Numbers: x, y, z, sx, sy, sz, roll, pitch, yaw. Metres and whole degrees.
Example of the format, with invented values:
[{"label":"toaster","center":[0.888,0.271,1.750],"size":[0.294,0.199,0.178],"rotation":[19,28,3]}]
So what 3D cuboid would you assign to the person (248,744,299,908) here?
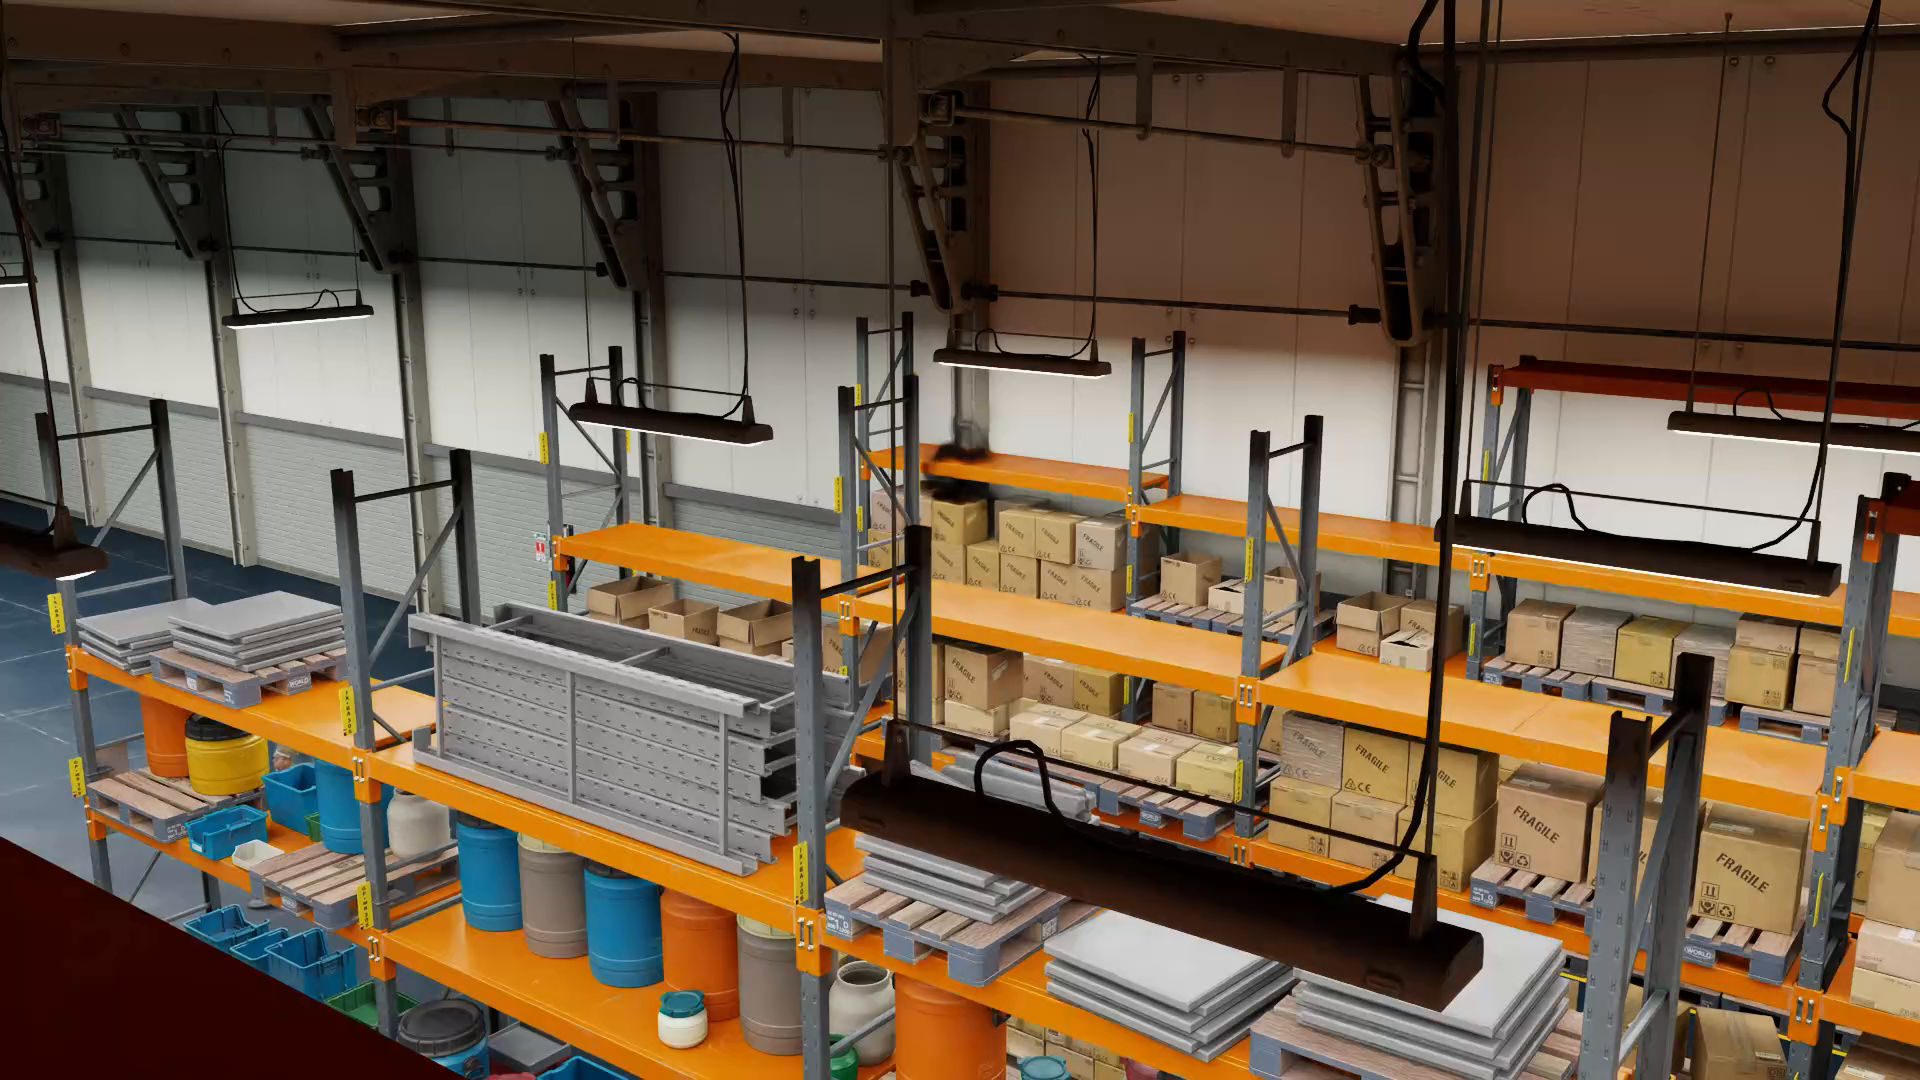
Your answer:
[{"label":"person","center":[-7.316,3.049,18.101],"size":[0.970,1.757,0.672],"rotation":[-7,15,-29]}]
